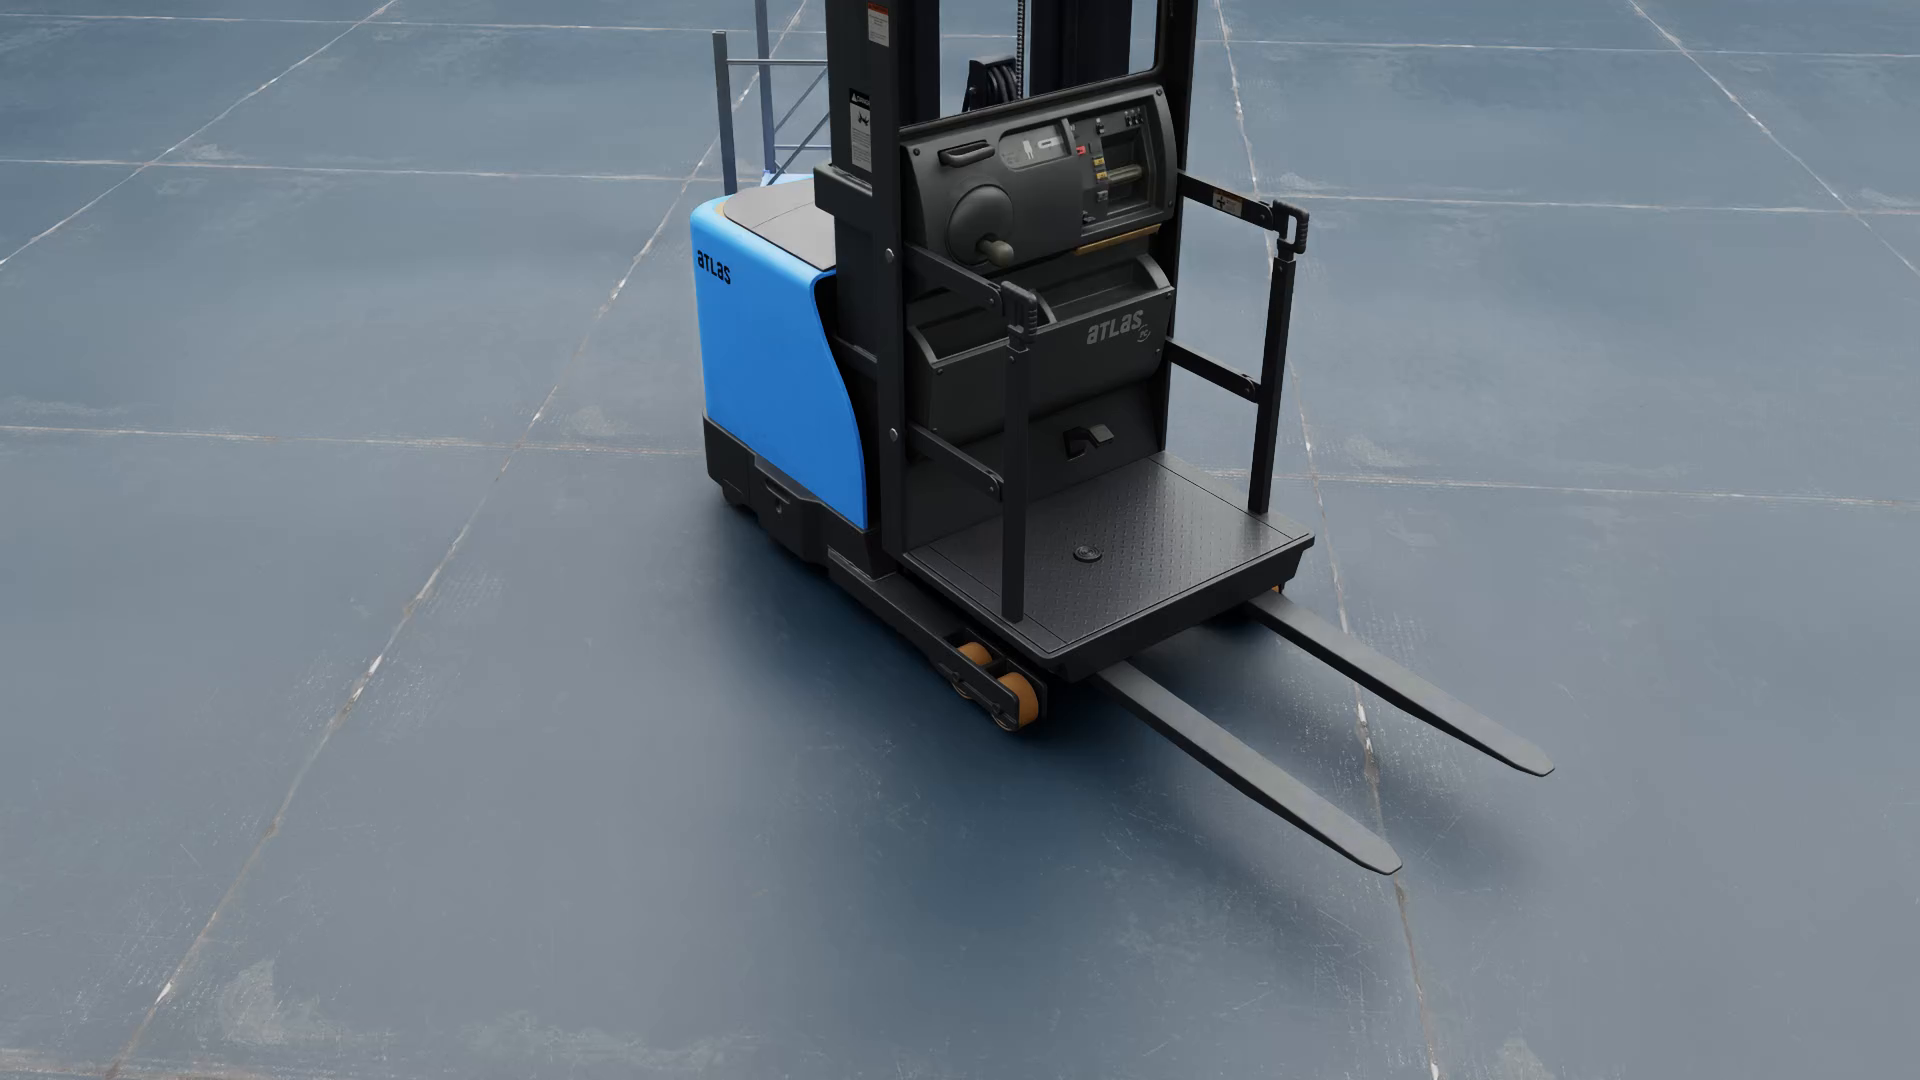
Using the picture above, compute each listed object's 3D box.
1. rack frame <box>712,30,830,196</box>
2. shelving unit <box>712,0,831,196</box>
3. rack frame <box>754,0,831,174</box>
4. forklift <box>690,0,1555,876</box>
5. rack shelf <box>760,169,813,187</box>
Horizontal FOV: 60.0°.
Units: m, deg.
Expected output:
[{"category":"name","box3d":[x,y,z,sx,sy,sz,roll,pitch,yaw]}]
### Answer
[{"category":"rack frame","box3d":[-0.603,-1.111,6.124,0.500,1.500,0.032,1,32,1]},{"category":"shelving unit","box3d":[-0.588,-1.378,6.557,0.538,1.500,1.048,1,32,1]},{"category":"rack frame","box3d":[-0.573,-1.645,6.989,0.500,1.500,0.032,1,32,1]},{"category":"forklift","box3d":[0.379,-0.987,4.558,1.130,2.935,3.031,-22,38,-31]},{"category":"rack shelf","box3d":[-0.588,-1.225,6.651,0.538,0.185,1.000,1,32,1]}]
